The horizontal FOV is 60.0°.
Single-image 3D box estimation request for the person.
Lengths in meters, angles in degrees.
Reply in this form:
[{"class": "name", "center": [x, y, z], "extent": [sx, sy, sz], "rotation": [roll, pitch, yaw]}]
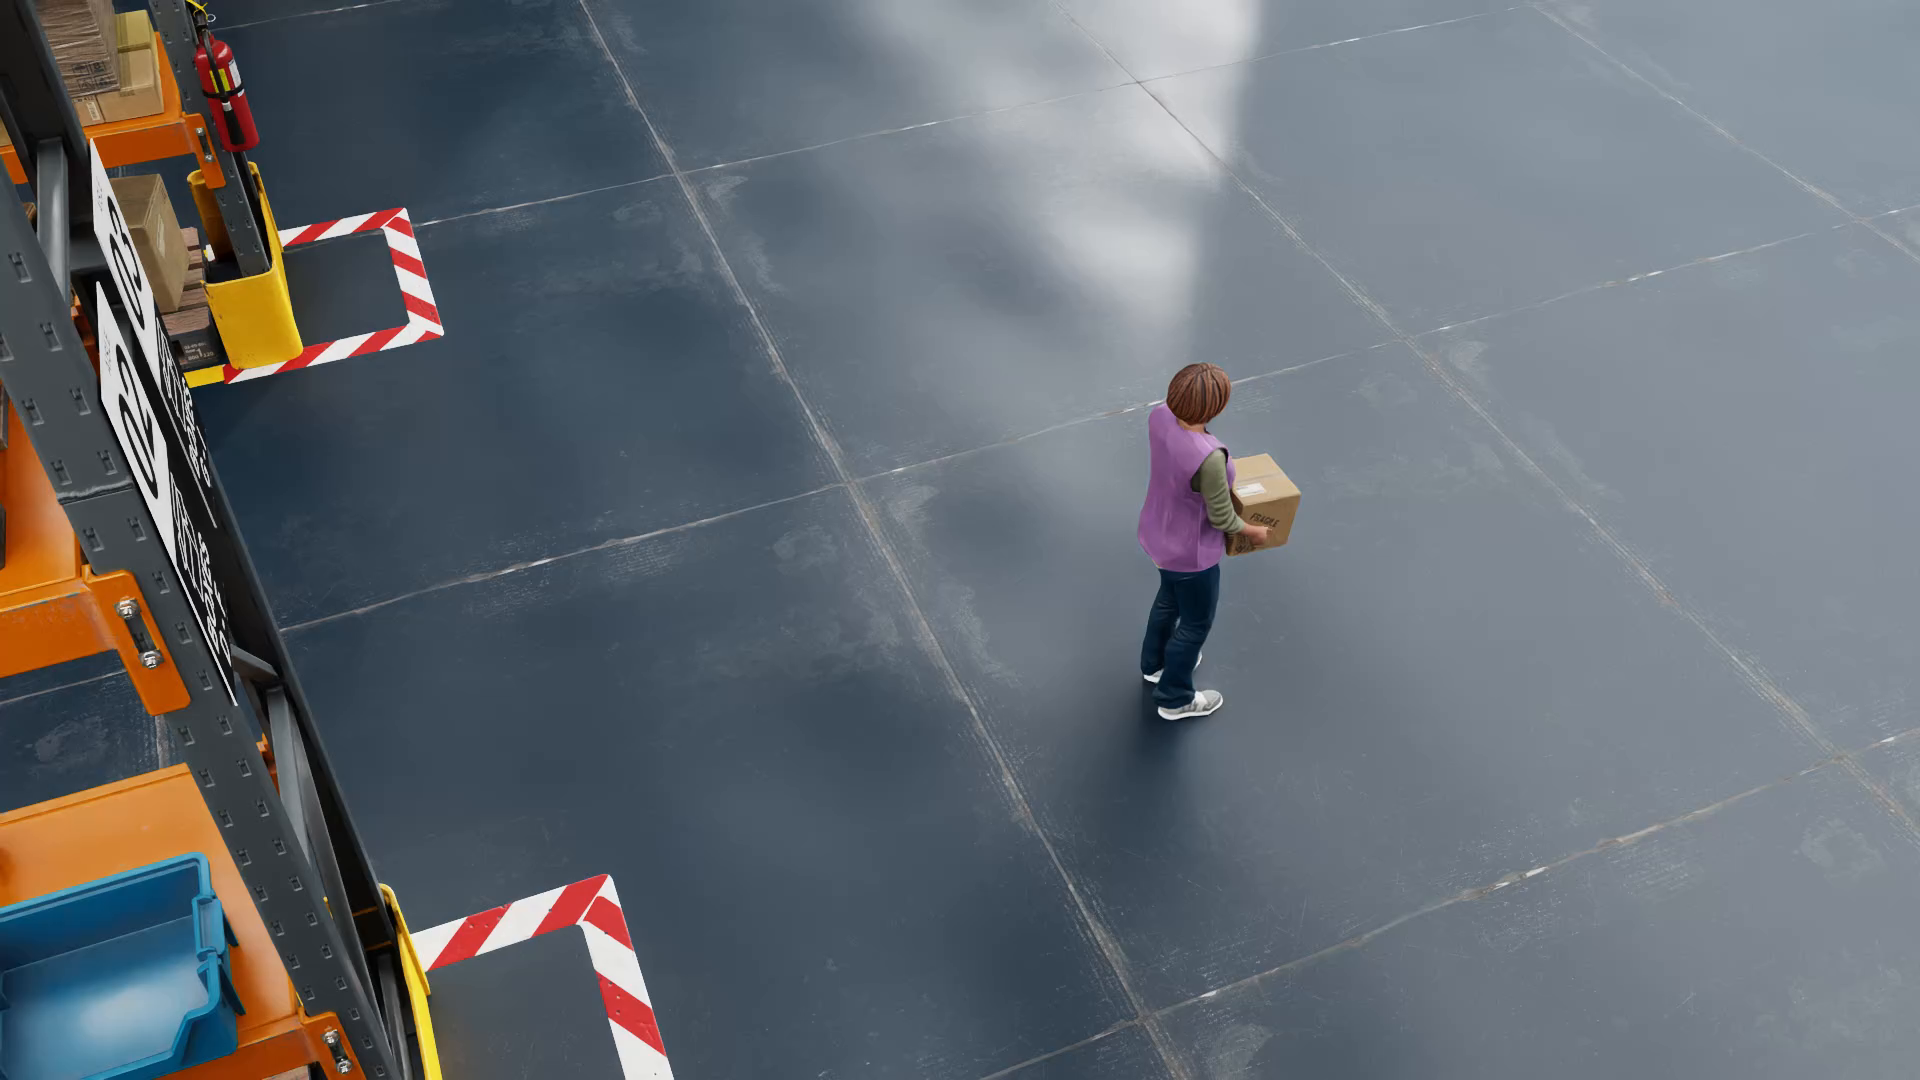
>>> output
[{"class": "person", "center": [0.893, -0.011, 6.172], "extent": [0.461, 1.602, 0.440], "rotation": [-16, 45, -17]}]
